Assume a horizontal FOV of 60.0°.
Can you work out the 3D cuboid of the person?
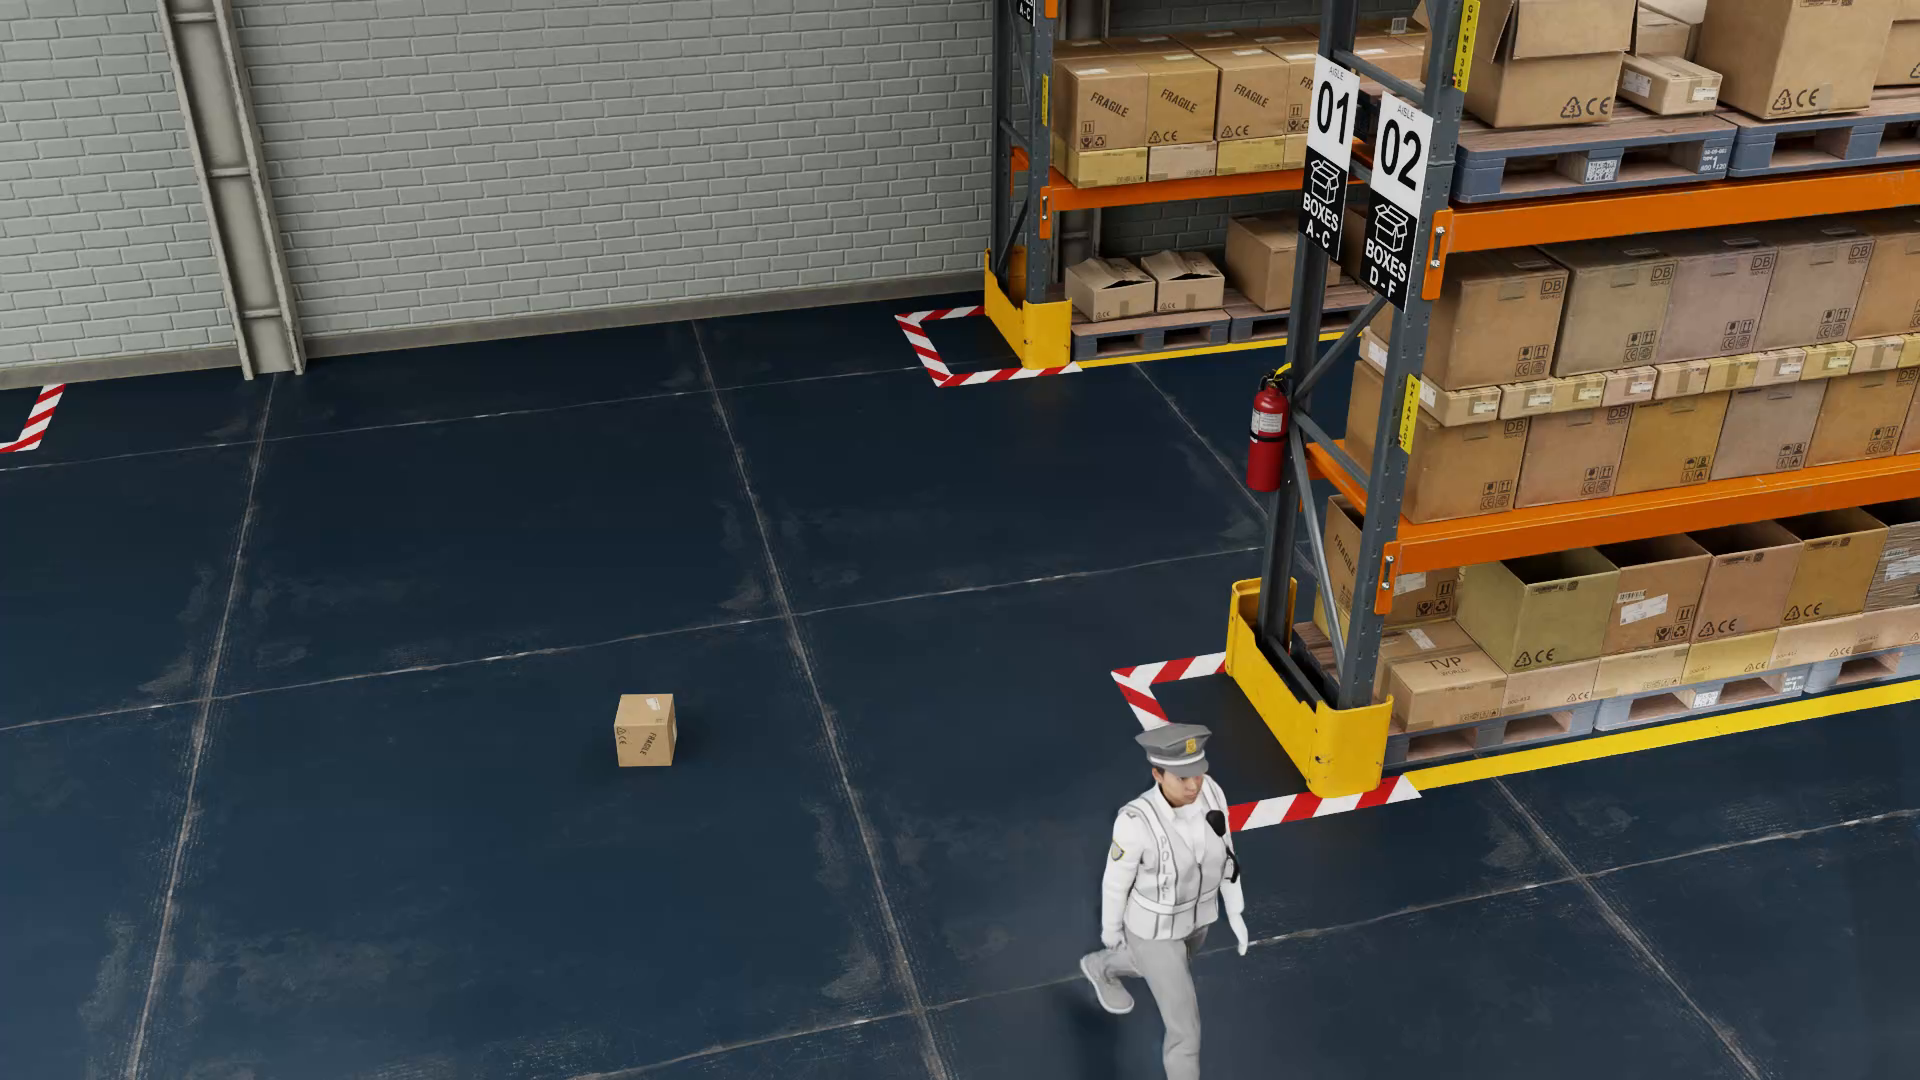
[{"bbox_3d":[0.748,1.320,5.946,0.482,1.642,0.992,-21,36,-31],"label":"person"}]
